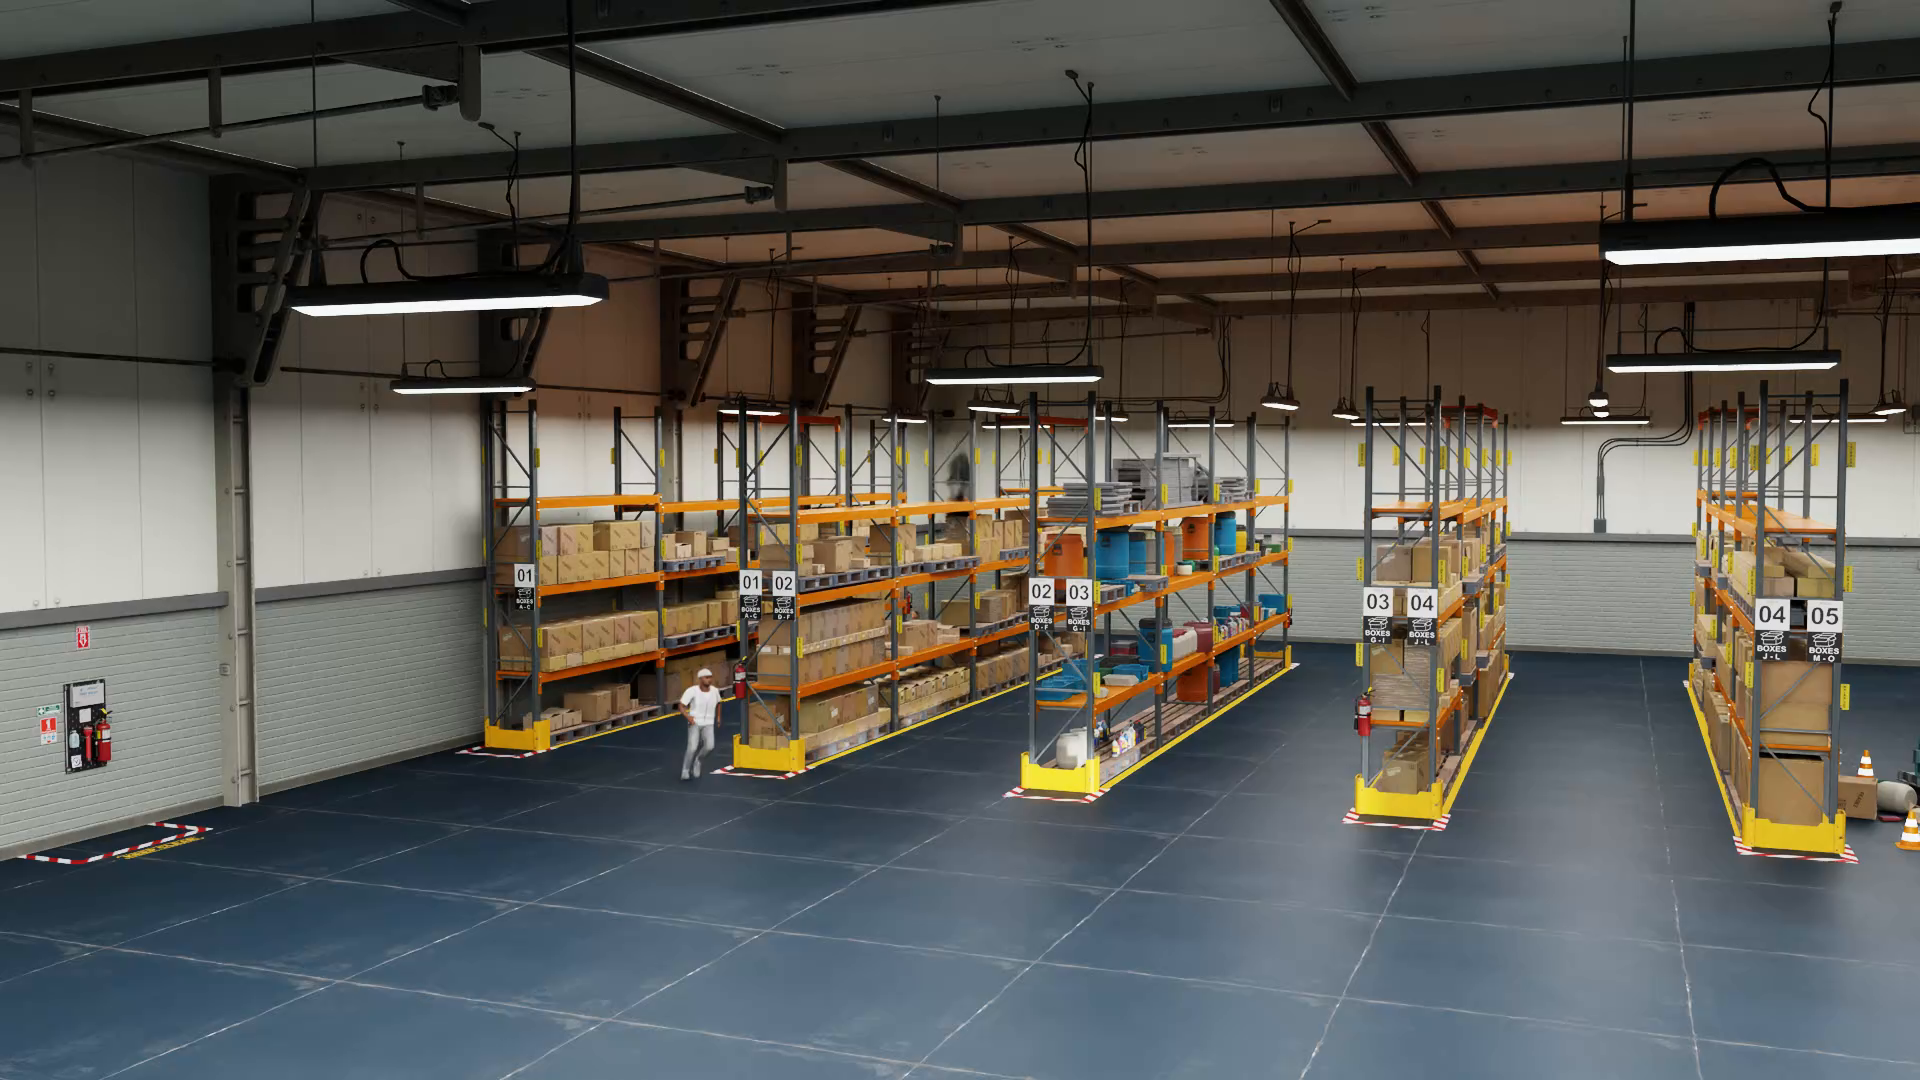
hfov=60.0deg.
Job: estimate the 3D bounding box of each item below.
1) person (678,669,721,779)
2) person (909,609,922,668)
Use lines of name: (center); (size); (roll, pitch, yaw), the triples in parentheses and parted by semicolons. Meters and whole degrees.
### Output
person: (-4.009, 2.859, 25.926); (0.765, 1.699, 0.563); (-2, 3, -29)
person: (-0.972, 2.381, 36.907); (0.556, 1.697, 0.760); (2, 3, 29)
